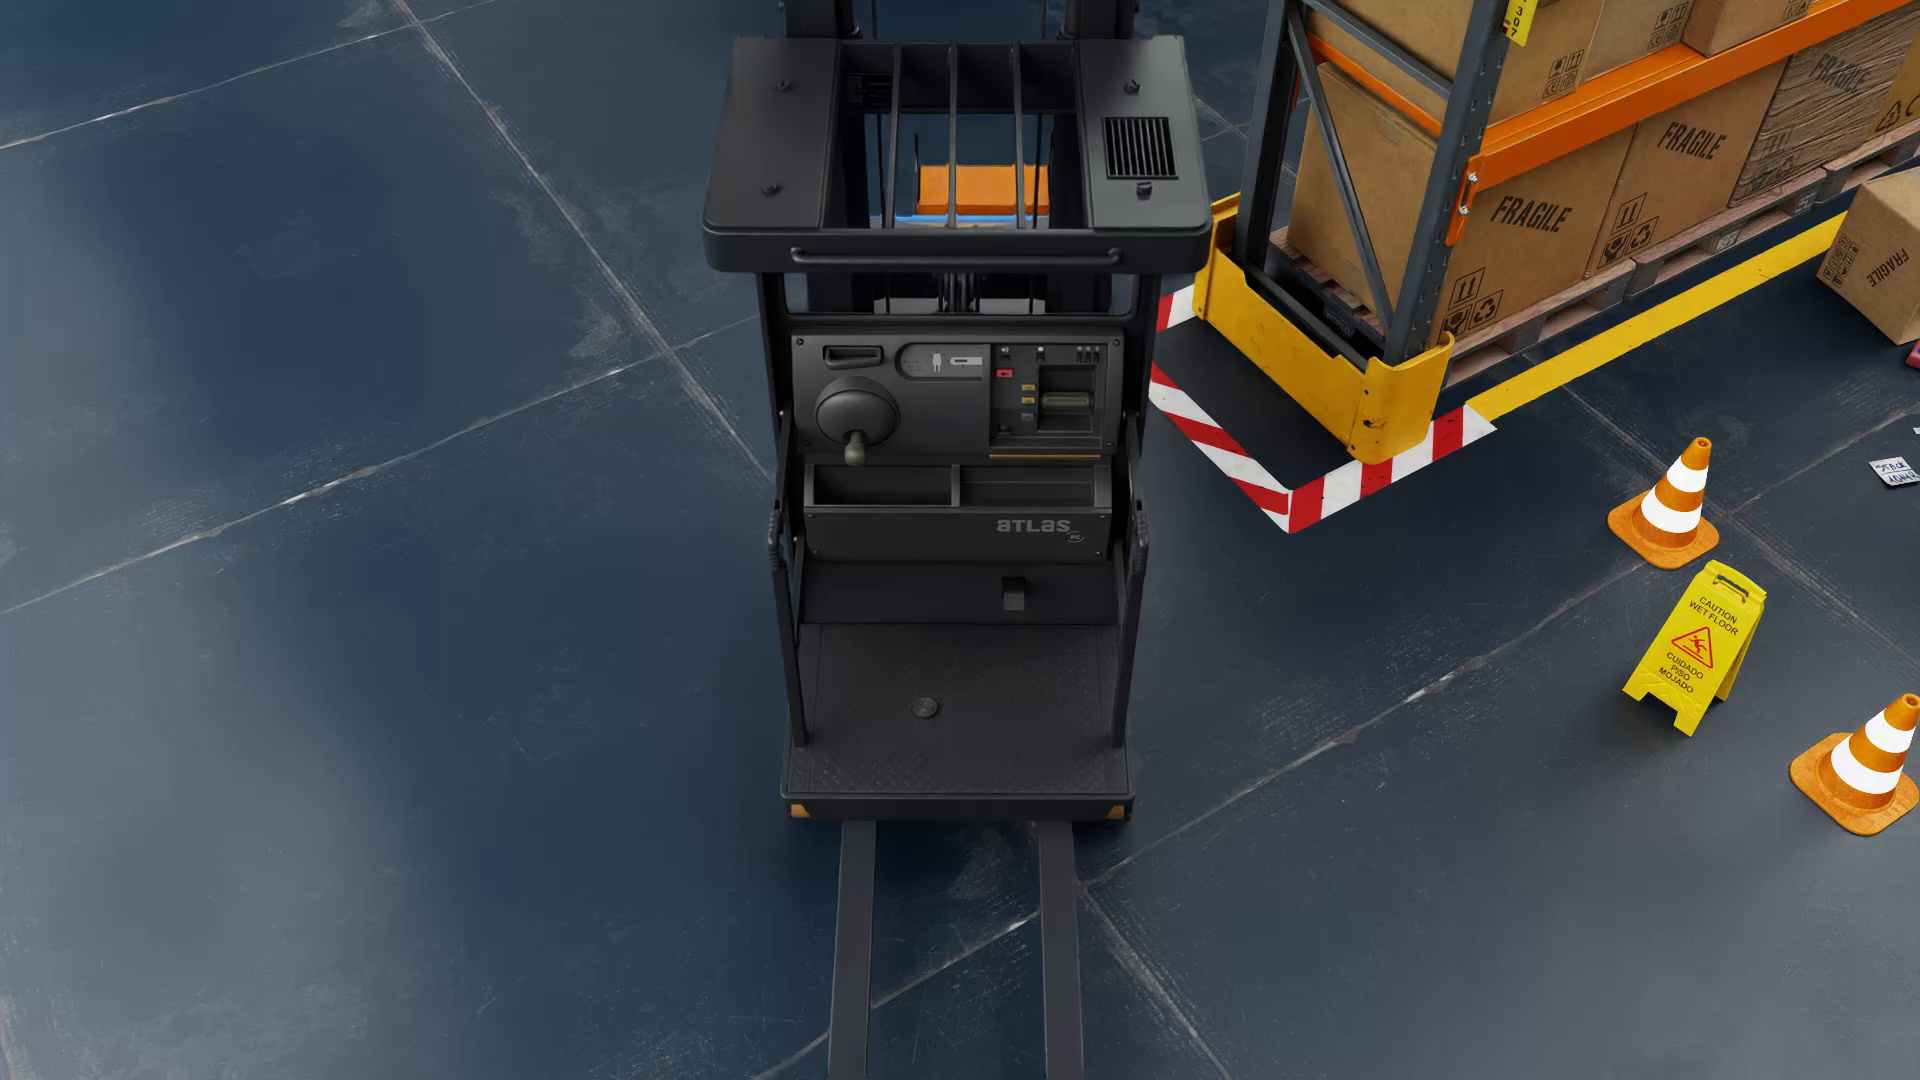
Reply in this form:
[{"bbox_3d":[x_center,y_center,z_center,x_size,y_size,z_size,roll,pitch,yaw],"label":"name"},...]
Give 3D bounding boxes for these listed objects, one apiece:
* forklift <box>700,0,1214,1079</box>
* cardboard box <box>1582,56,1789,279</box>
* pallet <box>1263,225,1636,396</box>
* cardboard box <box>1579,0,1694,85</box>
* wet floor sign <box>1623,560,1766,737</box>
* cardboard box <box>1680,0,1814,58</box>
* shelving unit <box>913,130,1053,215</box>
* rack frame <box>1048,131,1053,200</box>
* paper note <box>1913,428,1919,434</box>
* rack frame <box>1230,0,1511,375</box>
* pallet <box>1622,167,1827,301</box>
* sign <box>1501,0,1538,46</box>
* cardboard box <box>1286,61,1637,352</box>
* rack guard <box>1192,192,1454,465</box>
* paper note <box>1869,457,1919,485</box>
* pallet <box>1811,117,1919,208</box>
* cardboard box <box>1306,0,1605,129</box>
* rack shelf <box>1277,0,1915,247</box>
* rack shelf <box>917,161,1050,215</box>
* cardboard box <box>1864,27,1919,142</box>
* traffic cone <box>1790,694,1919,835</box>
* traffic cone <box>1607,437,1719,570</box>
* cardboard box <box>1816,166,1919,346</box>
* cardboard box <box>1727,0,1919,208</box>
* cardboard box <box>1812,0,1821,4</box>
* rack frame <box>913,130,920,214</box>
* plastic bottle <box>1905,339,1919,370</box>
[{"bbox_3d":[-0.005,-0.305,4.559,1.130,2.935,3.031,0,48,0],"label":"forklift"},{"bbox_3d":[2.728,-1.818,7.002,0.875,0.875,0.875,-26,53,-21],"label":"cardboard box"},{"bbox_3d":[2.082,-1.161,7.143,1.213,0.211,1.003,-25,53,-21],"label":"pallet"},{"bbox_3d":[2.190,-2.180,6.082,0.550,0.550,0.875,-25,53,-21],"label":"cardboard box"},{"bbox_3d":[2.479,0.324,5.529,0.232,0.644,0.267,-34,57,-27],"label":"wet floor sign"},{"bbox_3d":[2.731,-2.324,6.211,0.550,0.550,0.875,-25,53,-21],"label":"cardboard box"},{"bbox_3d":[0.087,-0.973,6.311,0.503,1.200,0.258,0,48,0],"label":"shelving unit"},{"bbox_3d":[0.331,-0.972,6.311,0.015,1.200,0.240,0,48,0],"label":"rack frame"},{"bbox_3d":[3.869,-0.437,6.632,0.123,0.001,0.032,-2,48,-1],"label":"paper note"},{"bbox_3d":[1.447,-1.721,5.774,0.127,3.000,1.000,-25,53,-21],"label":"rack frame"},{"bbox_3d":[3.112,-1.645,7.573,1.213,0.211,1.003,-25,53,-21],"label":"pallet"},{"bbox_3d":[1.738,-1.682,5.107,0.005,0.325,0.100,-25,53,-21],"label":"sign"},{"bbox_3d":[1.985,-1.466,6.688,0.875,0.875,0.875,-25,53,-21],"label":"cardboard box"},{"bbox_3d":[1.427,-0.880,6.699,0.348,0.500,1.175,-25,53,-21],"label":"rack guard"},{"bbox_3d":[3.644,-0.269,6.470,0.142,0.017,0.144,-9,49,-8],"label":"paper note"},{"bbox_3d":[4.145,-2.134,8.009,1.213,0.211,1.003,-25,53,-21],"label":"pallet"},{"bbox_3d":[1.737,-1.947,5.875,0.550,0.550,0.875,-25,53,-21],"label":"cardboard box"},{"bbox_3d":[3.139,-2.278,6.752,4.000,0.370,1.077,-25,53,-21],"label":"rack shelf"},{"bbox_3d":[0.087,-1.236,6.020,0.480,0.148,0.258,0,48,0],"label":"rack shelf"},{"bbox_3d":[4.261,-2.541,7.646,0.875,0.875,0.875,-24,53,-20],"label":"cardboard box"},{"bbox_3d":[2.969,0.657,5.355,0.334,0.463,0.336,-25,53,-21],"label":"traffic cone"},{"bbox_3d":[2.654,-0.192,6.111,0.334,0.463,0.336,-25,53,-21],"label":"traffic cone"},{"bbox_3d":[4.065,-1.217,6.998,0.500,0.500,0.500,-17,51,-15],"label":"cardboard box"},{"bbox_3d":[3.500,-2.180,7.324,0.875,0.875,0.875,-25,53,-21],"label":"cardboard box"},{"bbox_3d":[3.157,-2.561,6.422,0.500,0.550,0.875,-25,53,-21],"label":"cardboard box"},{"bbox_3d":[-0.157,-0.974,6.312,0.015,1.200,0.240,0,48,0],"label":"rack frame"},{"bbox_3d":[4.067,-0.721,6.851,0.283,0.061,0.133,30,55,24],"label":"plastic bottle"}]
